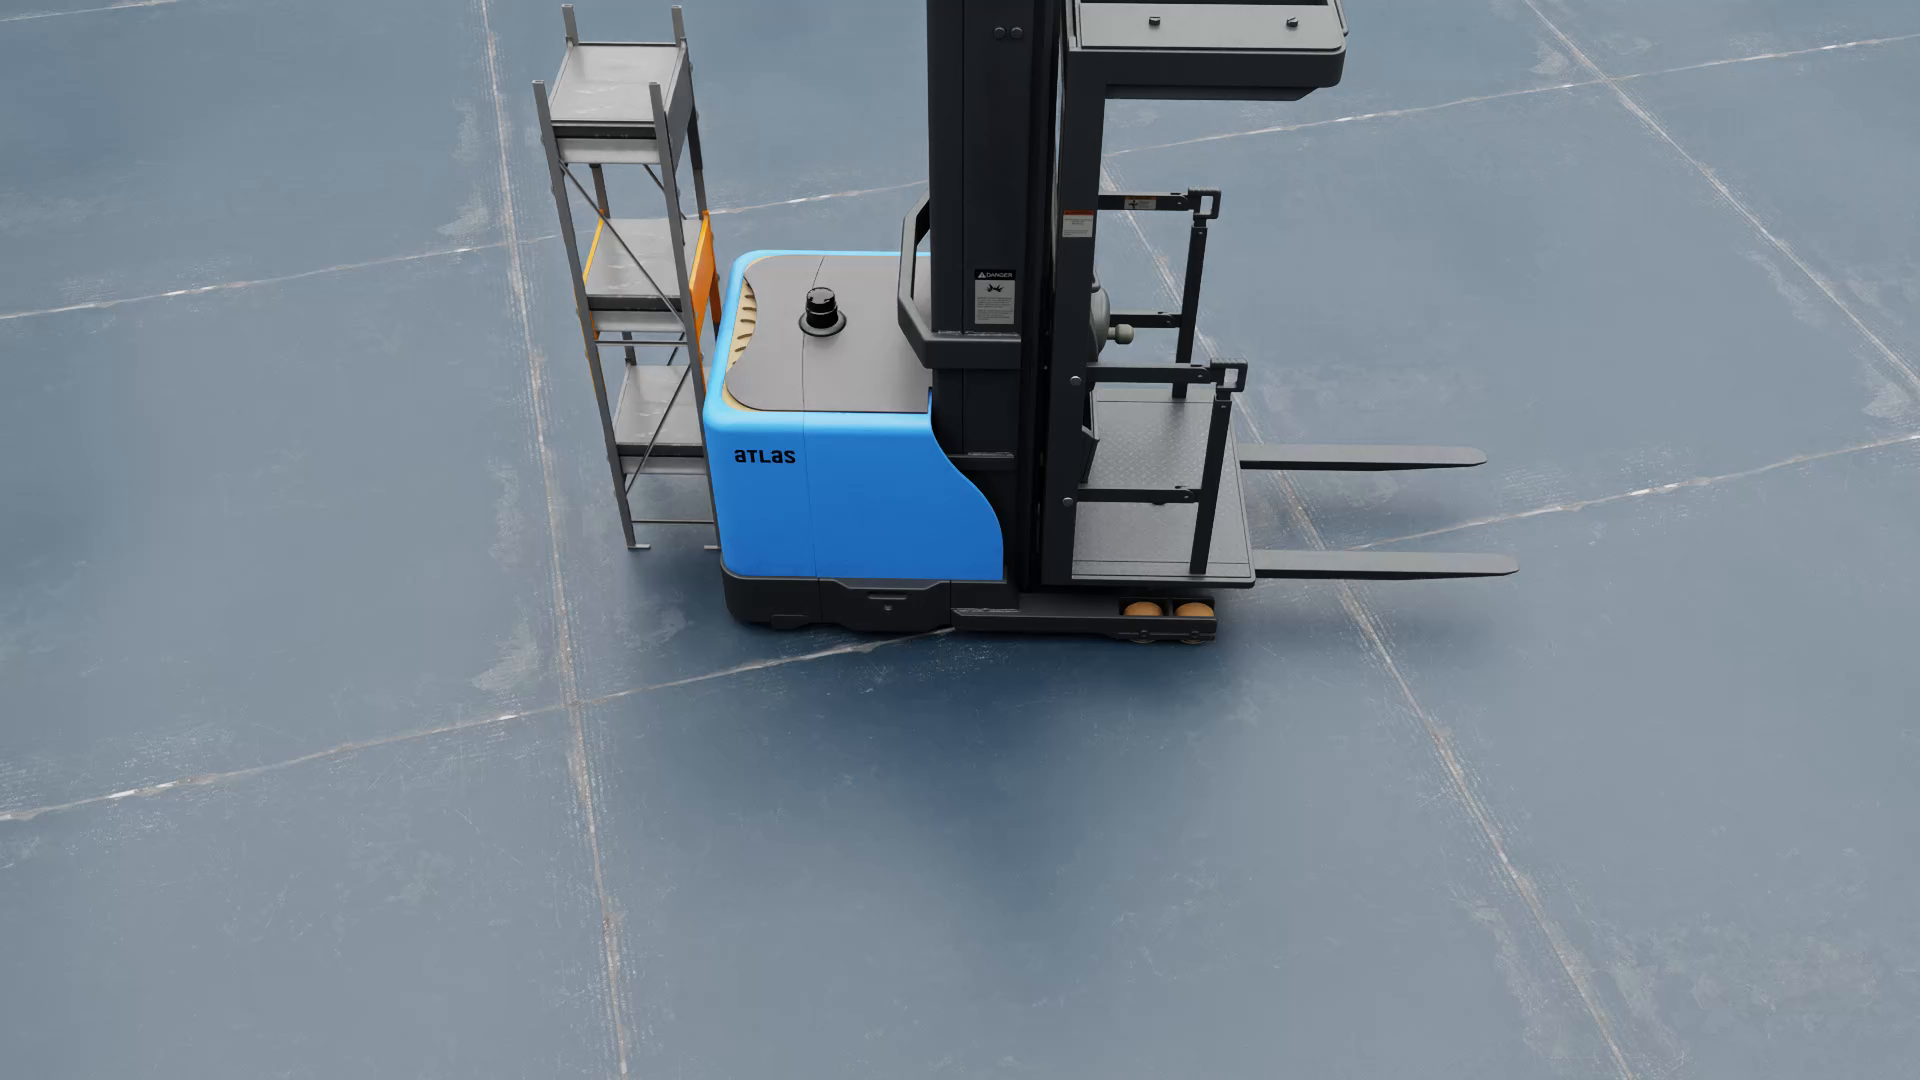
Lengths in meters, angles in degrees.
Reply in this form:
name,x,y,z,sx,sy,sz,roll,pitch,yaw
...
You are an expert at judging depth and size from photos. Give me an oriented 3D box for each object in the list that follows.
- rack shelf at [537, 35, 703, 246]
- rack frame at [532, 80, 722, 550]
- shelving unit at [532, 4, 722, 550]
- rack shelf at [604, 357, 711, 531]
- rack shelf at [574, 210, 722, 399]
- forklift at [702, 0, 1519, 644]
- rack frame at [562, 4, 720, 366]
name,x,y,z,sx,sy,sz,roll,pitch,yaw
rack shelf,-1.137,-1.356,5.648,0.431,0.518,0.480,1,46,1
rack frame,-1.142,-0.702,5.967,0.400,2.100,0.015,1,46,1
shelving unit,-1.137,-0.876,6.138,0.431,2.100,0.503,1,46,1
rack shelf,-1.137,-0.376,6.648,0.431,0.518,0.480,1,46,1
rack shelf,-1.137,-0.866,6.148,0.431,0.518,0.480,1,46,1
forklift,0.622,-1.016,5.693,3.031,2.935,1.130,1,46,1
rack frame,-1.131,-1.050,6.309,0.400,2.100,0.015,1,46,1
